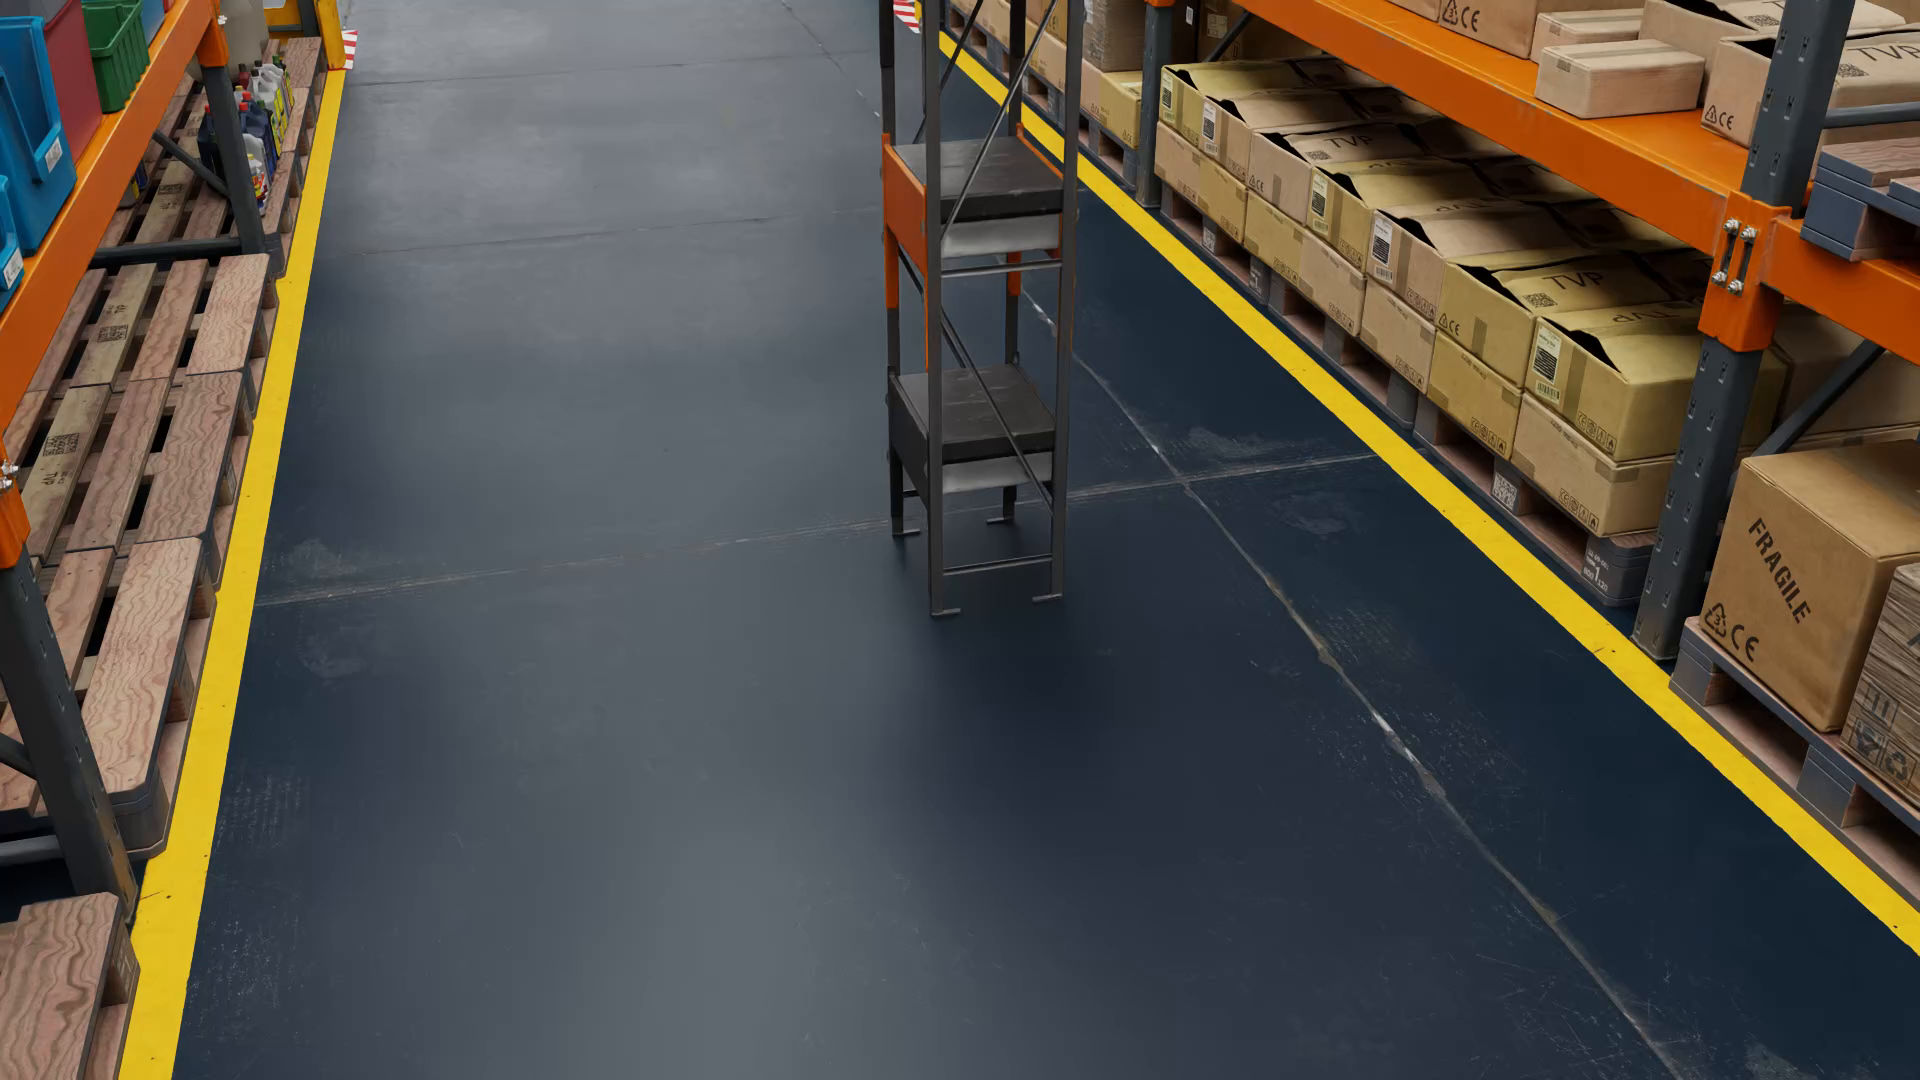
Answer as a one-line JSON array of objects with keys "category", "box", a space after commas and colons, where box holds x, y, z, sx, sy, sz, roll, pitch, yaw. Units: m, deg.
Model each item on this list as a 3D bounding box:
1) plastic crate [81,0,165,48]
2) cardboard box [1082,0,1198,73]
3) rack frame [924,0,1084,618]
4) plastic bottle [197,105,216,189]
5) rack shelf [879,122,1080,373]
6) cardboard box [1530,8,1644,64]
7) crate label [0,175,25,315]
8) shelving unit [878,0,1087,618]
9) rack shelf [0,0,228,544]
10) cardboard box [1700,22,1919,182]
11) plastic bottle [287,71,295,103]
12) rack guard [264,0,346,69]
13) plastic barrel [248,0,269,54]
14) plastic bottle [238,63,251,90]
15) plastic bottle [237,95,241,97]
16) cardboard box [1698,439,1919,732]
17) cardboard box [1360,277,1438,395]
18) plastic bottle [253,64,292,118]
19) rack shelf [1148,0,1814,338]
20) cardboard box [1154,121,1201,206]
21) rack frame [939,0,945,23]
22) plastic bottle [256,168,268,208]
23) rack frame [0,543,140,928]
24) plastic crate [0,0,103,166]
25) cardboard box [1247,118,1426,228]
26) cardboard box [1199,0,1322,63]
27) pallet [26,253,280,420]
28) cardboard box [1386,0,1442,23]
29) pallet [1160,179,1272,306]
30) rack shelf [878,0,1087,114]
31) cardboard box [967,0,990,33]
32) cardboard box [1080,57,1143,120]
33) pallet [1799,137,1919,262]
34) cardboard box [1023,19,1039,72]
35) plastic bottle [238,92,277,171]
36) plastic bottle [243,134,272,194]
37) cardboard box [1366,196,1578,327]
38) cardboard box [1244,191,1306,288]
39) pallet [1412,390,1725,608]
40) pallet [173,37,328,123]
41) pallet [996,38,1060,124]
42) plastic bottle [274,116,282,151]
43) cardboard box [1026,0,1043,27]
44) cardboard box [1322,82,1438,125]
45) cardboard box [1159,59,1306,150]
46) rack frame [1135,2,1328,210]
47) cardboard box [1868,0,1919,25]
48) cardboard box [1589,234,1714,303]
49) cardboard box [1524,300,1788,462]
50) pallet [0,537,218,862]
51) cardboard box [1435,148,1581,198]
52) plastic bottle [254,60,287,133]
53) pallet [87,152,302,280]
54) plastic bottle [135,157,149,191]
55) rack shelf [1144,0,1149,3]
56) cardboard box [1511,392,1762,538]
[{"category": "plastic crate", "box": [-2.833, -1.824, 5.423, 0.392, 0.384, 0.575, -8, 31, -13]}, {"category": "cardboard box", "box": [0.895, -2.733, 8.555, 0.500, 0.500, 0.500, -8, 31, -13]}, {"category": "rack frame", "box": [0.109, -0.711, 4.382, 0.400, 2.100, 0.015, -8, 31, -13]}, {"category": "plastic bottle", "box": [-3.379, -1.792, 7.557, 0.144, 0.351, 0.185, -8, 31, -13]}, {"category": "rack shelf", "box": [0.044, -0.817, 4.593, 0.431, 0.518, 0.480, -8, 31, -13]}, {"category": "cardboard box", "box": [2.020, -1.547, 5.179, 0.380, 0.149, 0.250, -6, 31, -10]}, {"category": "crate label", "box": [-2.115, -0.571, 3.410, 0.303, 0.233, 0.416, -8, 31, -13]}, {"category": "shelving unit", "box": [0.044, -0.829, 4.586, 0.431, 2.100, 0.503, -8, 31, -13]}, {"category": "rack shelf", "box": [-2.895, -1.045, 4.779, 1.077, 0.370, 4.000, -8, 31, -13]}, {"category": "cardboard box", "box": [2.358, -1.190, 4.401, 0.500, 0.311, 0.500, -6, 31, -10]}, {"category": "plastic bottle", "box": [-3.578, -2.405, 8.765, 0.097, 0.201, 0.097, 0, 30, 0]}, {"category": "rack guard", "box": [-4.422, -3.142, 10.179, 1.175, 0.500, 0.348, -8, 31, -13]}, {"category": "plastic barrel", "box": [-4.239, -3.052, 9.592, 0.421, 0.512, 0.421, 0, 30, 0]}, {"category": "plastic bottle", "box": [-3.640, -2.300, 8.503, 0.061, 0.283, 0.133, -8, 31, -13]}, {"category": "plastic bottle", "box": [-3.557, -2.096, 8.231, 0.097, 0.201, 0.097, 0, 30, 0]}, {"category": "cardboard box", "box": [2.258, 0.102, 4.135, 0.500, 0.500, 0.500, -7, 31, -11]}, {"category": "cardboard box", "box": [1.767, -0.752, 5.881, 0.500, 0.250, 0.500, -7, 31, -12]}, {"category": "plastic bottle", "box": [-3.537, -2.312, 8.529, 0.152, 0.276, 0.135, -8, 31, -13]}, {"category": "rack shelf", "box": [1.882, -1.702, 5.914, 1.077, 0.370, 4.000, -8, 31, -13]}, {"category": "cardboard box", "box": [1.219, -1.743, 7.593, 0.500, 0.250, 0.500, -9, 31, -14]}, {"category": "rack frame", "box": [0.289, -4.911, 10.740, 1.000, 3.000, 0.127, -8, 31, -13]}, {"category": "plastic bottle", "box": [-3.115, -1.563, 7.310, 0.097, 0.201, 0.097, 0, 30, 0]}, {"category": "rack frame", "box": [-2.364, -0.390, 2.930, 1.000, 3.000, 0.127, -8, 31, -13]}, {"category": "plastic crate", "box": [-2.498, -1.239, 4.333, 0.402, 0.464, 0.583, -8, 31, -13]}, {"category": "cardboard box", "box": [1.487, -1.489, 6.593, 0.500, 0.311, 0.500, -9, 31, -15]}, {"category": "cardboard box", "box": [1.529, -2.561, 8.257, 0.500, 0.500, 0.500, -8, 31, -13]}, {"category": "pallet", "box": [-3.180, -0.741, 6.320, 1.003, 0.211, 1.213, -8, 31, -13]}, {"category": "cardboard box", "box": [1.812, -2.153, 5.875, 0.500, 0.500, 0.500, -8, 31, -13]}, {"category": "pallet", "box": [1.584, -1.422, 7.495, 1.003, 0.211, 1.213, -8, 31, -13]}, {"category": "rack shelf", "box": [0.044, -1.423, 4.242, 0.431, 0.518, 0.480, -8, 31, -13]}, {"category": "cardboard box", "box": [0.353, -3.373, 10.409, 0.500, 0.250, 0.500, -8, 31, -13]}, {"category": "cardboard box", "box": [0.894, -2.409, 8.742, 0.500, 0.250, 0.500, -8, 31, -13]}, {"category": "pallet", "box": [2.660, -0.646, 3.563, 1.213, 0.211, 1.003, -8, 31, -13]}, {"category": "cardboard box", "box": [0.613, -2.889, 9.573, 0.500, 0.250, 0.500, -8, 31, -13]}, {"category": "plastic bottle", "box": [-3.290, -1.902, 7.748, 0.144, 0.351, 0.185, -9, 31, -15]}, {"category": "plastic bottle", "box": [-3.200, -1.699, 7.470, 0.152, 0.276, 0.135, -7, 31, -11]}, {"category": "cardboard box", "box": [1.760, -0.996, 5.743, 0.500, 0.311, 0.500, -8, 31, -14]}, {"category": "cardboard box", "box": [1.493, -1.246, 6.734, 0.500, 0.250, 0.500, -9, 31, -15]}, {"category": "pallet", "box": [2.231, -0.243, 5.459, 1.003, 0.211, 1.213, -8, 31, -13]}, {"category": "pallet", "box": [-4.212, -2.624, 9.572, 1.003, 0.211, 1.213, -8, 31, -13]}, {"category": "pallet", "box": [0.853, -2.752, 9.794, 1.003, 0.211, 1.213, -8, 31, -13]}, {"category": "plastic bottle", "box": [-3.343, -1.978, 8.027, 0.097, 0.201, 0.097, 0, 30, 0]}, {"category": "cardboard box", "box": [0.612, -3.214, 9.385, 0.500, 0.500, 0.500, -8, 31, -13]}, {"category": "cardboard box", "box": [1.879, -1.806, 7.141, 0.500, 0.311, 0.500, -7, 31, -12]}, {"category": "cardboard box", "box": [1.220, -1.981, 7.444, 0.500, 0.311, 0.500, -8, 31, -13]}, {"category": "rack frame", "box": [1.351, -2.979, 7.403, 1.000, 3.000, 0.127, -8, 31, -13]}, {"category": "cardboard box", "box": [5.812, -3.244, 9.917, 0.500, 0.500, 0.500, -10, 32, -17]}, {"category": "cardboard box", "box": [2.409, -0.826, 5.449, 0.500, 0.311, 0.500, -9, 31, -15]}, {"category": "cardboard box", "box": [2.036, -0.502, 4.889, 0.500, 0.311, 0.500, -7, 31, -12]}, {"category": "pallet", "box": [-2.533, 0.437, 4.284, 1.003, 0.211, 1.213, -8, 31, -13]}, {"category": "cardboard box", "box": [2.139, -1.321, 6.304, 0.500, 0.311, 0.500, -8, 31, -14]}, {"category": "plastic bottle", "box": [-3.452, -2.198, 8.258, 0.144, 0.351, 0.185, -7, 31, -11]}, {"category": "pallet", "box": [-3.564, -1.445, 7.536, 1.003, 0.211, 1.213, -8, 31, -13]}, {"category": "plastic bottle", "box": [-3.790, -1.731, 7.526, 0.152, 0.276, 0.135, -8, 31, -13]}, {"category": "rack shelf", "box": [0.820, -3.634, 9.252, 1.077, 0.370, 4.000, -8, 31, -13]}, {"category": "cardboard box", "box": [2.038, -0.261, 5.031, 0.500, 0.250, 0.500, -7, 31, -12]}]
